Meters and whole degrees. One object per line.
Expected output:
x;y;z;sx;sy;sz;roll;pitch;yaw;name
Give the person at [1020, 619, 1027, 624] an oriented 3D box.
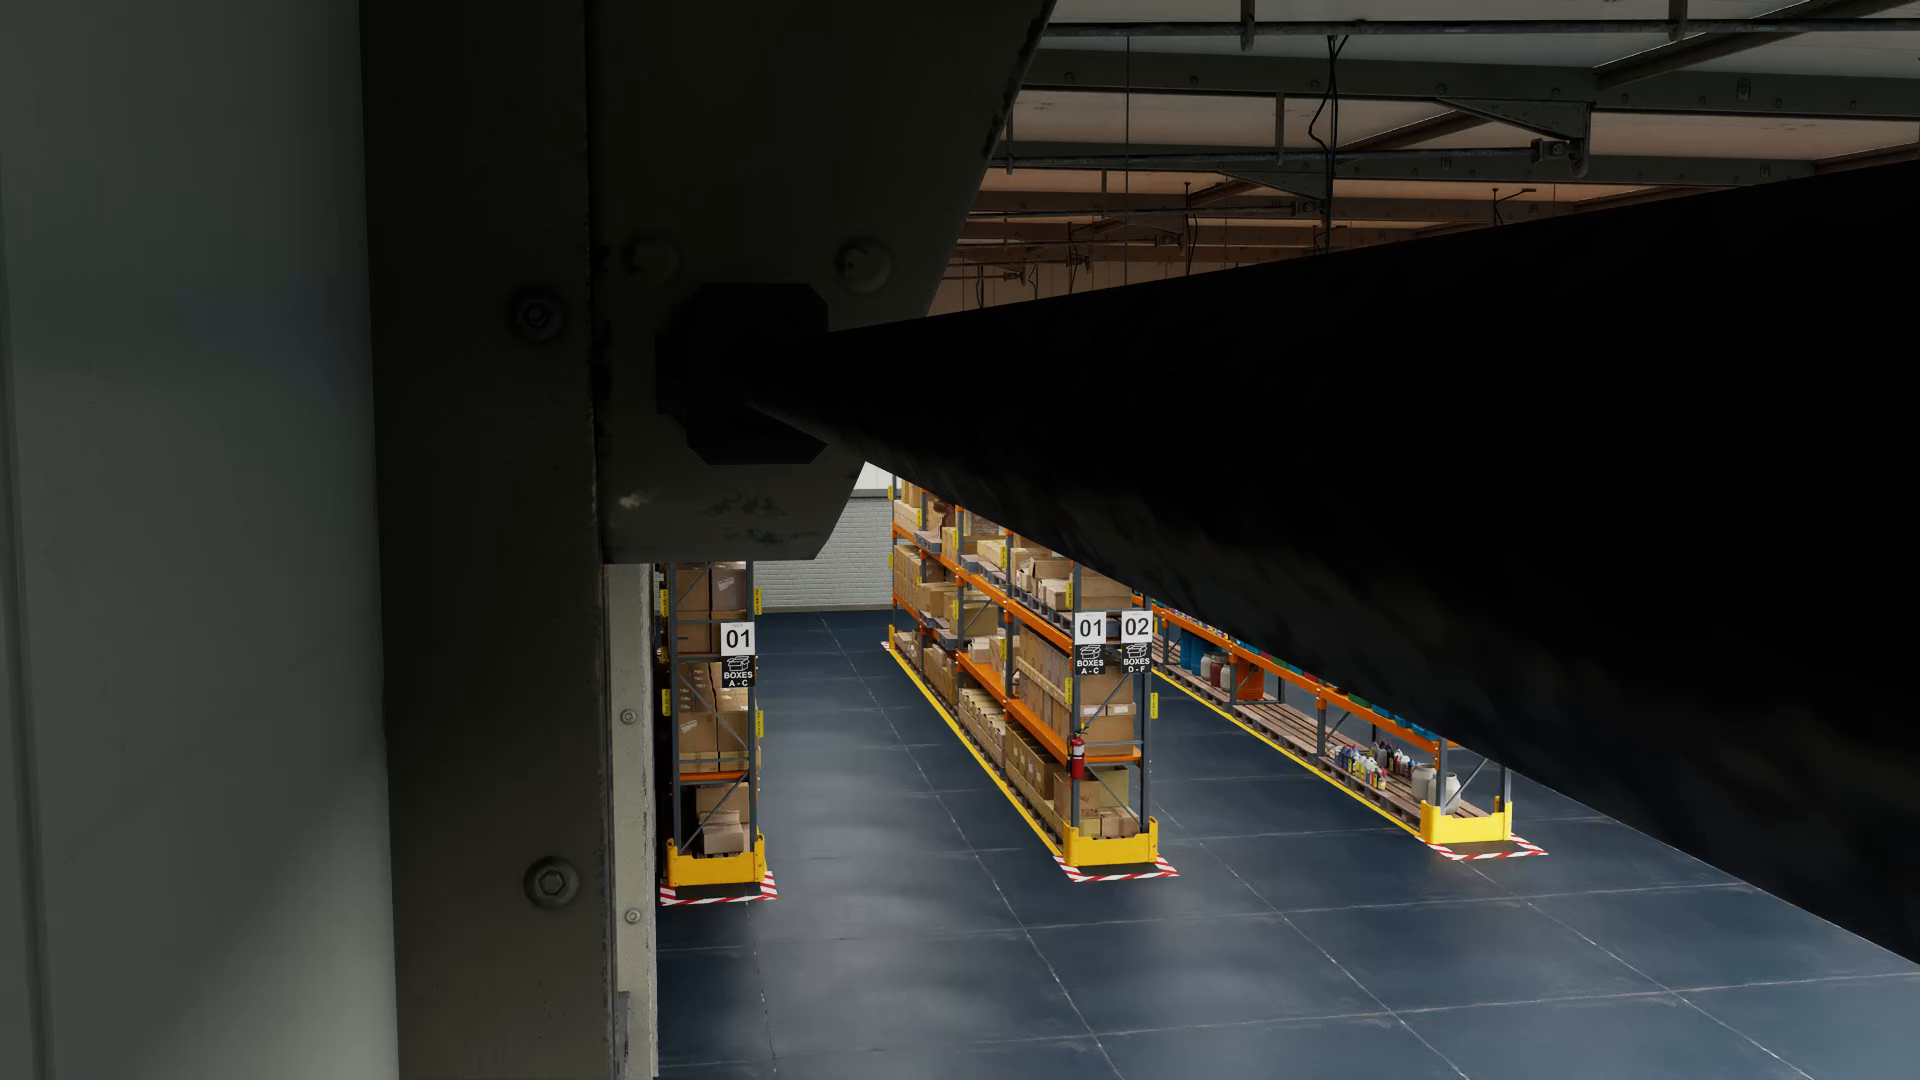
1.496;1.703;34.608;0.660;1.612;0.871;-2;6;-17;person
